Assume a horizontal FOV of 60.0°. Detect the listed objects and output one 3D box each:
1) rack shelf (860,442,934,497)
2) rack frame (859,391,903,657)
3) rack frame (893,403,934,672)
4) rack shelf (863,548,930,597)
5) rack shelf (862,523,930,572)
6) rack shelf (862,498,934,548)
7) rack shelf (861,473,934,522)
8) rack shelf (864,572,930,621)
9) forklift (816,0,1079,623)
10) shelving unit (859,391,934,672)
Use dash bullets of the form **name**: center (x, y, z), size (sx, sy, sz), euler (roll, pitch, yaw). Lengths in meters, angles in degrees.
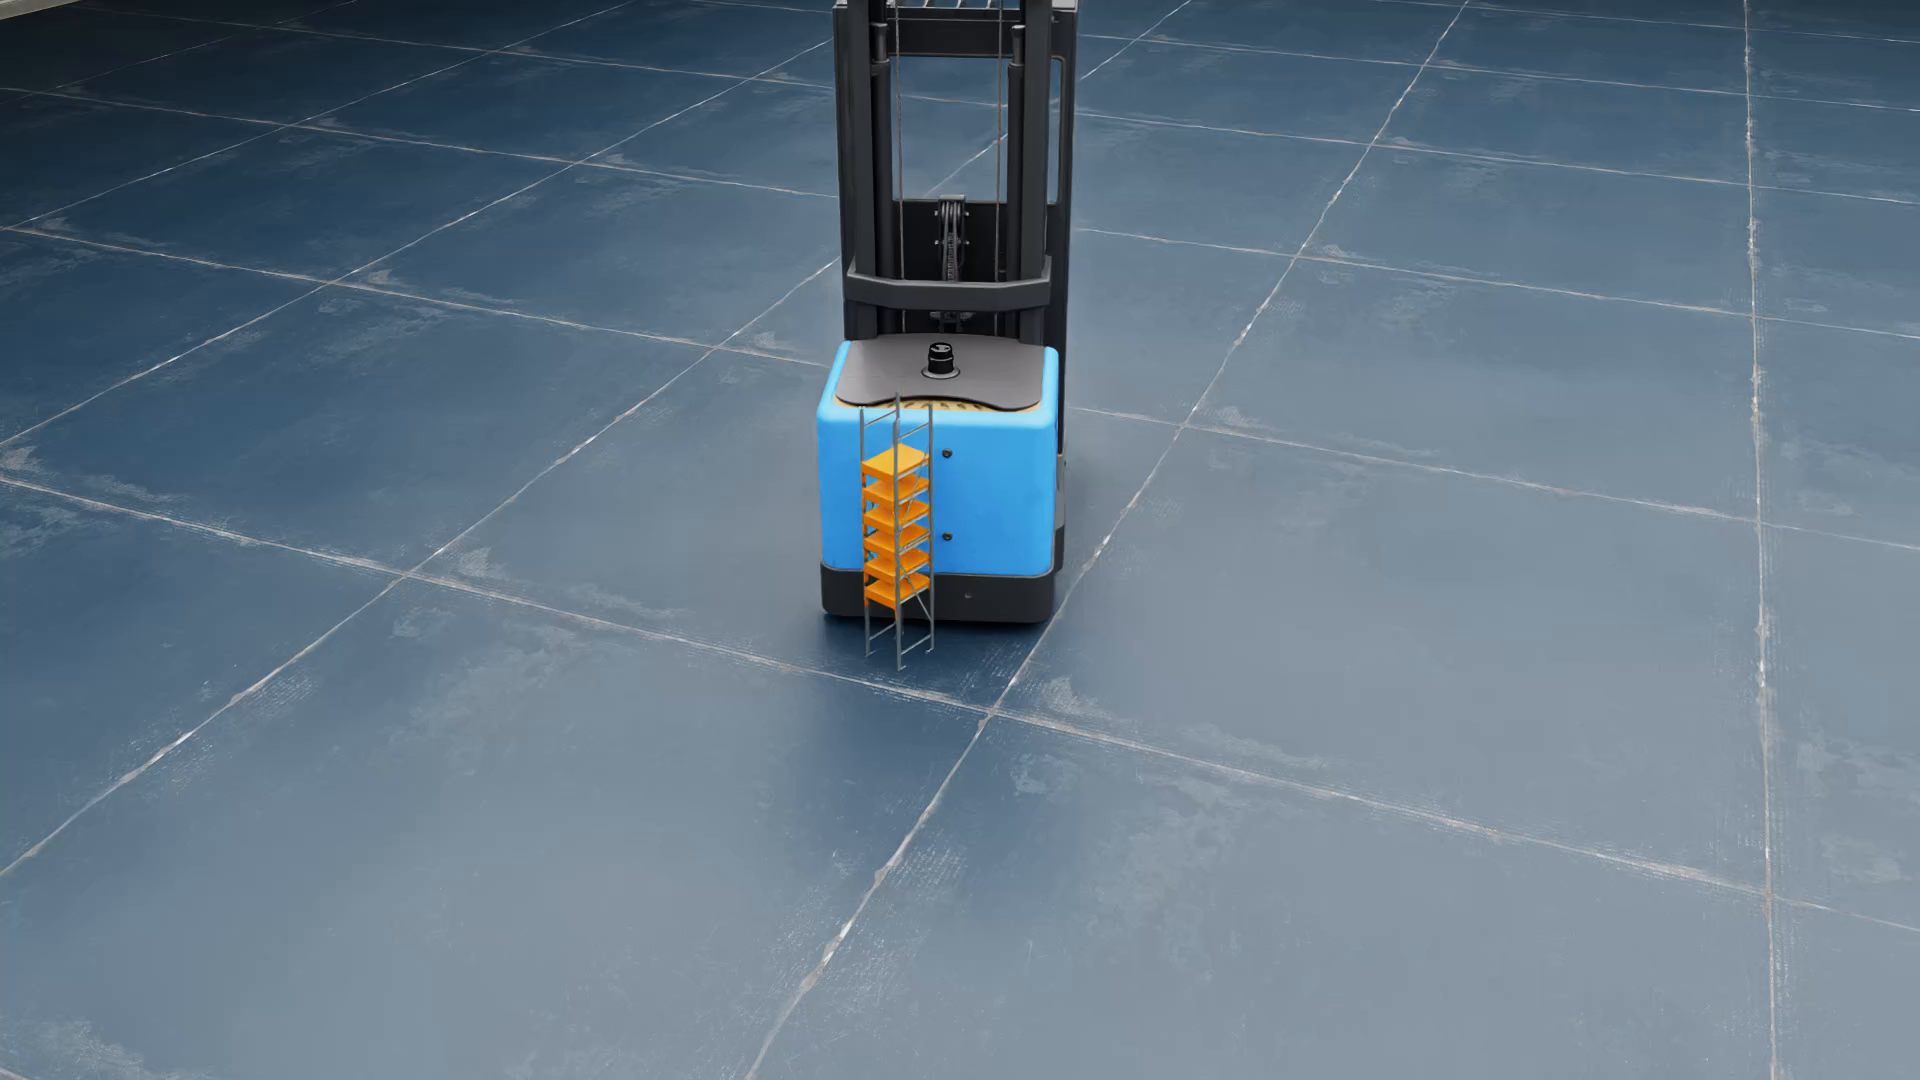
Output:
- **rack shelf**: center (-0.261, -0.296, 6.912), size (0.180, 0.103, 0.258), euler (23, 36, 34)
- **rack frame**: center (-0.332, -0.051, 7.119), size (0.006, 1.200, 0.240), euler (23, 36, 34)
- **rack frame**: center (-0.192, 0.007, 7.017), size (0.006, 1.200, 0.240), euler (23, 36, 34)
- **rack shelf**: center (-0.263, 0.121, 7.149), size (0.180, 0.103, 0.258), euler (23, 36, 34)
- **rack shelf**: center (-0.262, 0.017, 7.089), size (0.180, 0.103, 0.258), euler (23, 36, 34)
- **rack shelf**: center (-0.262, -0.087, 7.030), size (0.180, 0.103, 0.258), euler (23, 36, 34)
- **rack shelf**: center (-0.261, -0.192, 6.971), size (0.180, 0.103, 0.258), euler (23, 36, 34)
- **rack shelf**: center (-0.263, 0.226, 7.208), size (0.180, 0.103, 0.258), euler (23, 36, 34)
- **forklift**: center (-0.003, -1.598, 8.099), size (1.130, 2.935, 3.031), euler (2, 30, 4)
- **shelving unit**: center (-0.262, -0.022, 7.068), size (0.189, 1.200, 0.258), euler (23, 36, 34)
